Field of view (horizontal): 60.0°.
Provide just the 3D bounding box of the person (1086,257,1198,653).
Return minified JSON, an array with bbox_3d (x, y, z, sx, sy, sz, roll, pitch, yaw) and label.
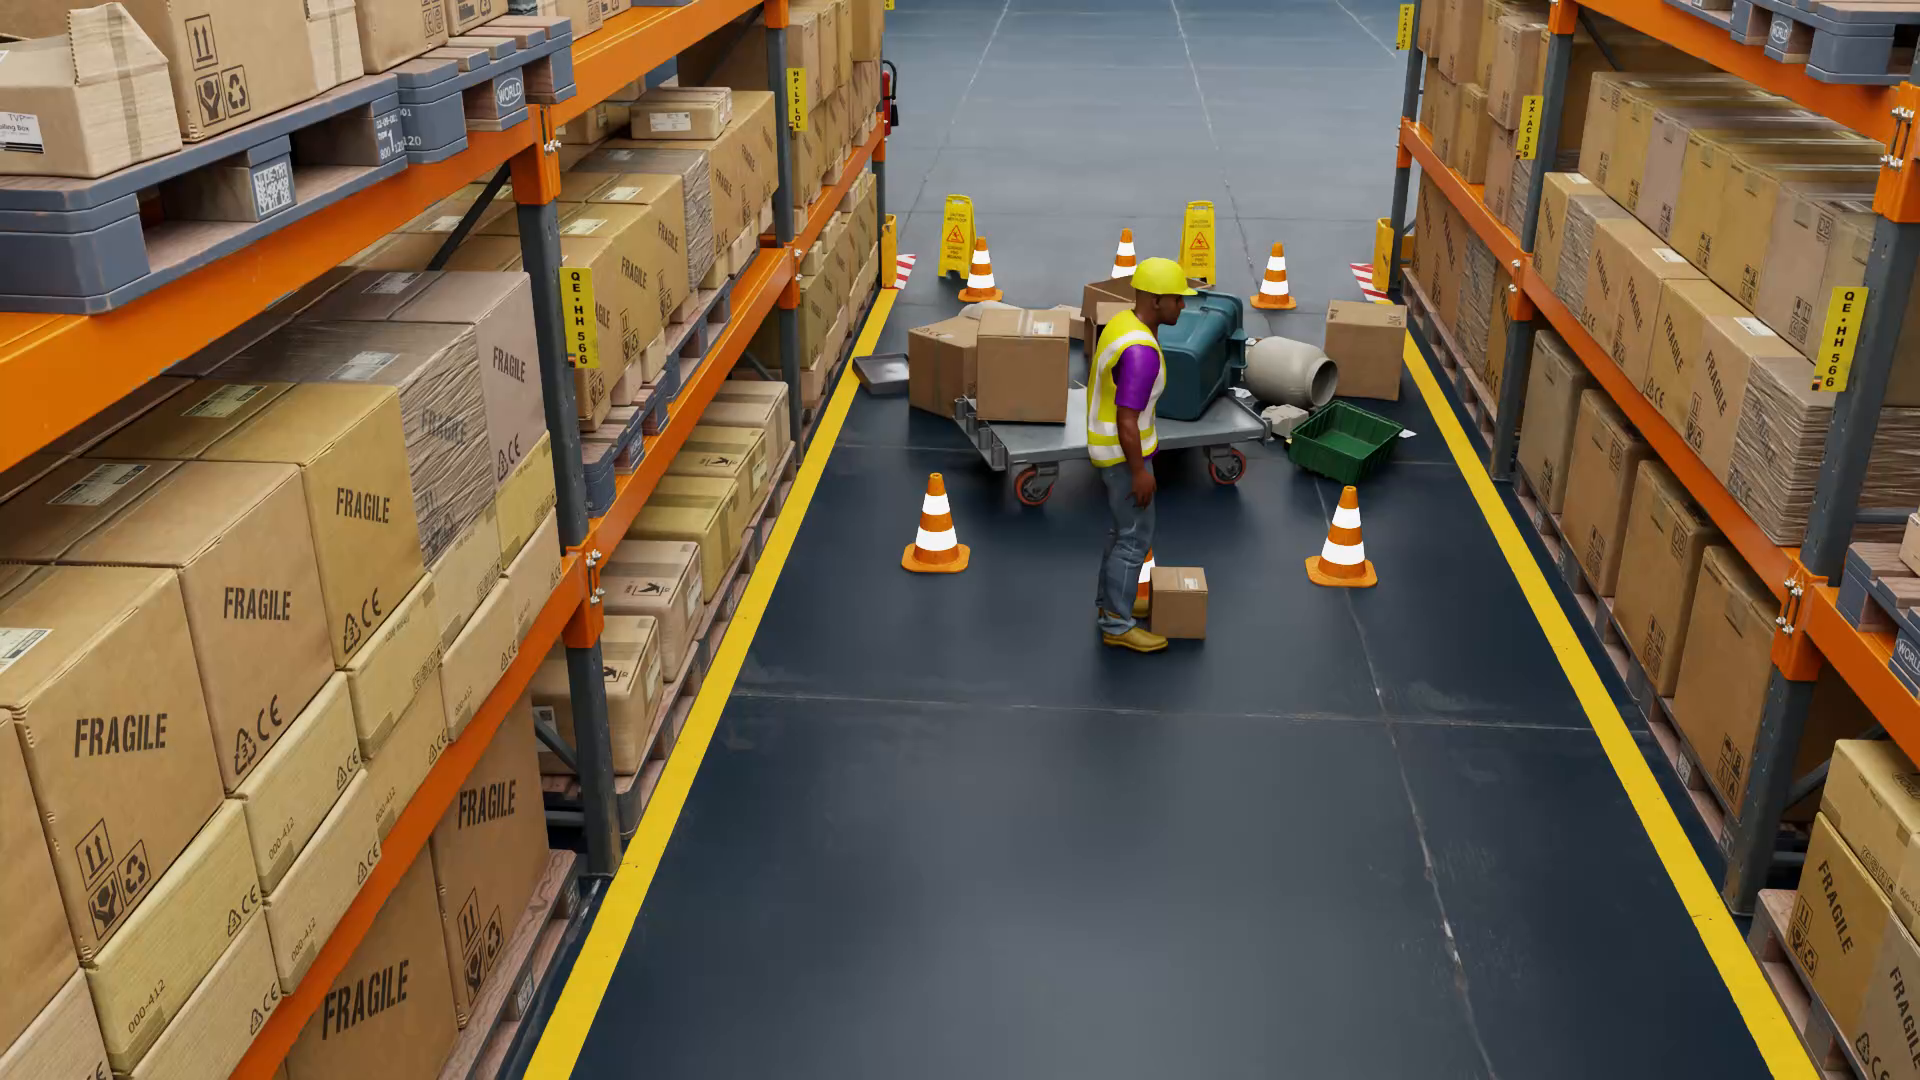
[{"bbox_3d":[0.792,-0.397,7.458,0.462,1.761,0.628,2,24,4],"label":"person"}]
